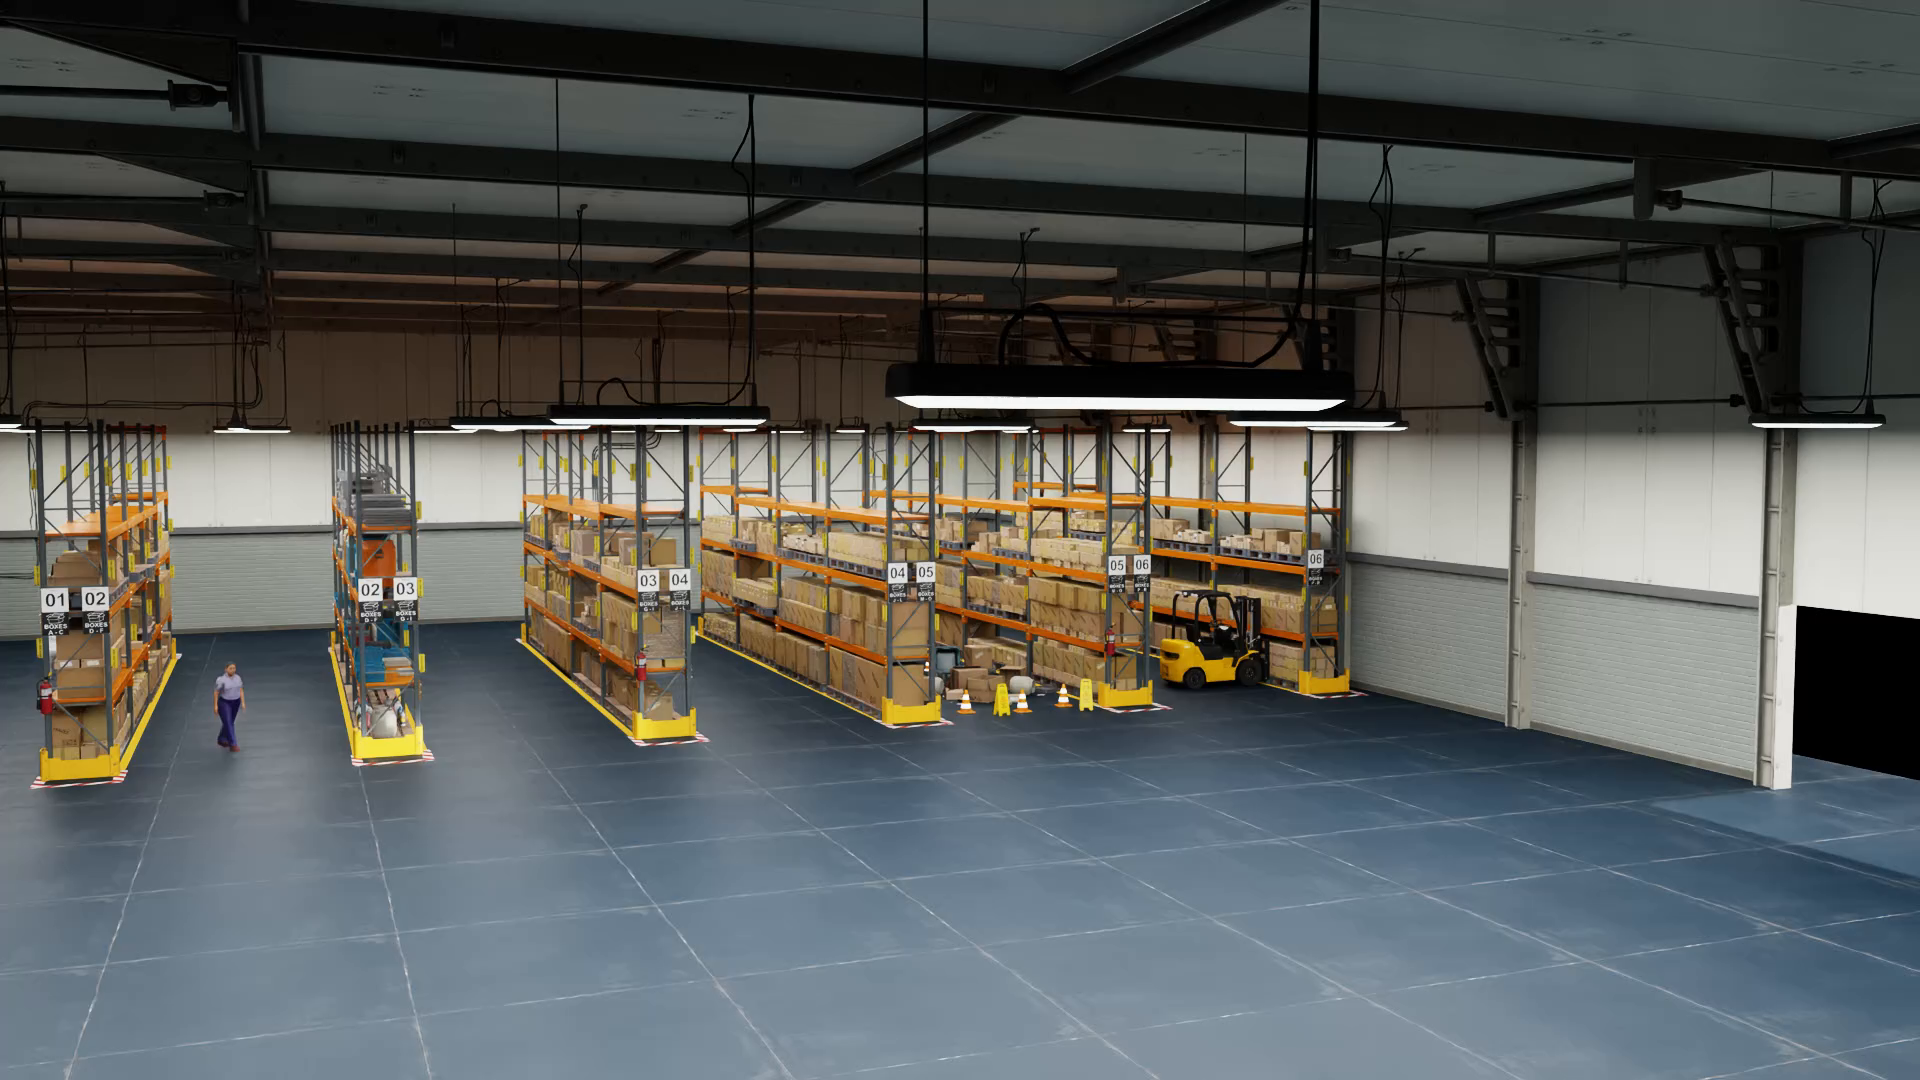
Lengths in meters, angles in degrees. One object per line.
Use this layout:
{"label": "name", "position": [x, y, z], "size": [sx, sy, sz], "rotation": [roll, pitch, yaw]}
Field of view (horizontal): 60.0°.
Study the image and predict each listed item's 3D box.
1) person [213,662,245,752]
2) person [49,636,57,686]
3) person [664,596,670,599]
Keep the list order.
{"label": "person", "position": [-13.277, 3.011, 30.250], "size": [0.957, 1.591, 0.529], "rotation": [2, 4, 27]}
{"label": "person", "position": [-20.393, 2.565, 37.506], "size": [0.567, 1.638, 0.696], "rotation": [-1, 4, -19]}
{"label": "person", "position": [-8.286, 1.896, 47.017], "size": [0.690, 1.718, 1.102], "rotation": [-1, 4, -21]}
